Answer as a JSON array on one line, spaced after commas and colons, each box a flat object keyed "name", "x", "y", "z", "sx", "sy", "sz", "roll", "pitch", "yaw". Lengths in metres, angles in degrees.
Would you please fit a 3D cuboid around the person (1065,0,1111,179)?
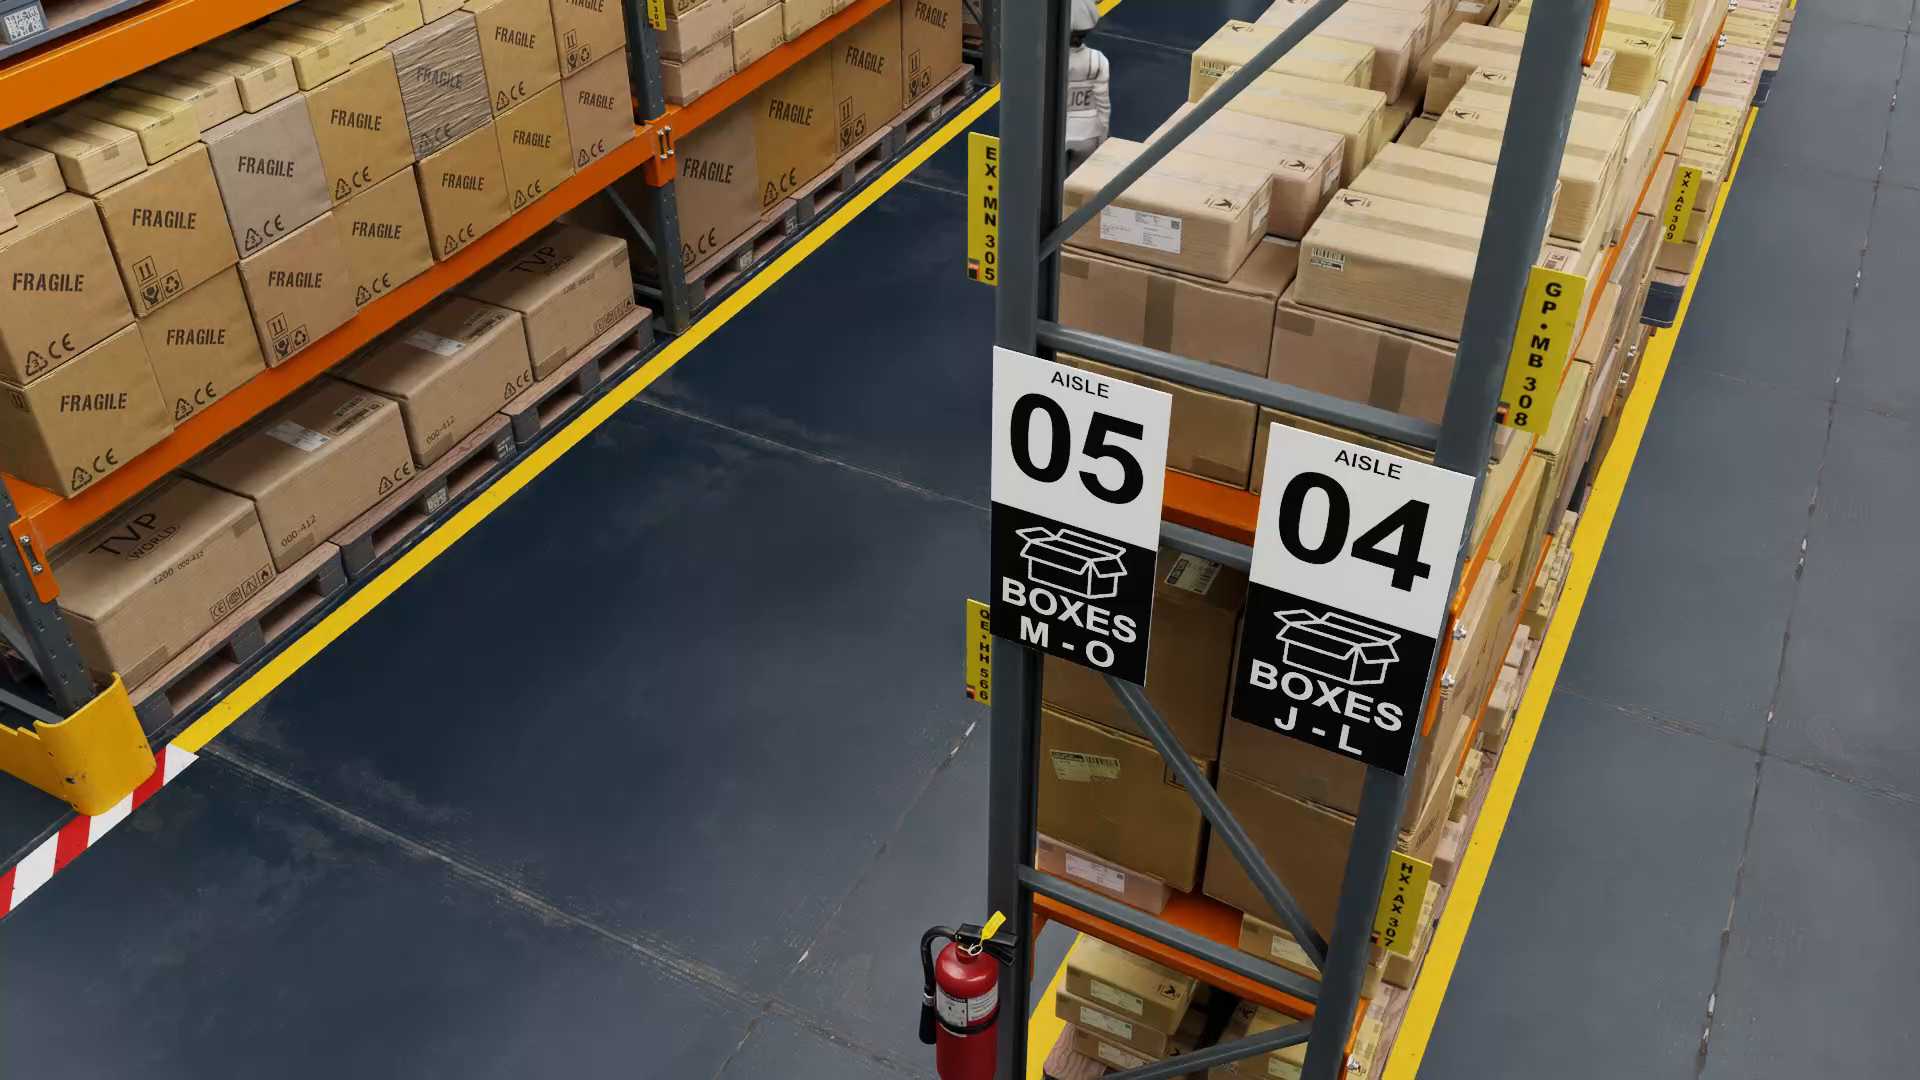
[{"name": "person", "x": 0.625, "y": -2.341, "z": 9.663, "sx": 0.482, "sy": 1.679, "sz": 0.446, "roll": 4, "pitch": 38, "yaw": 5}]
